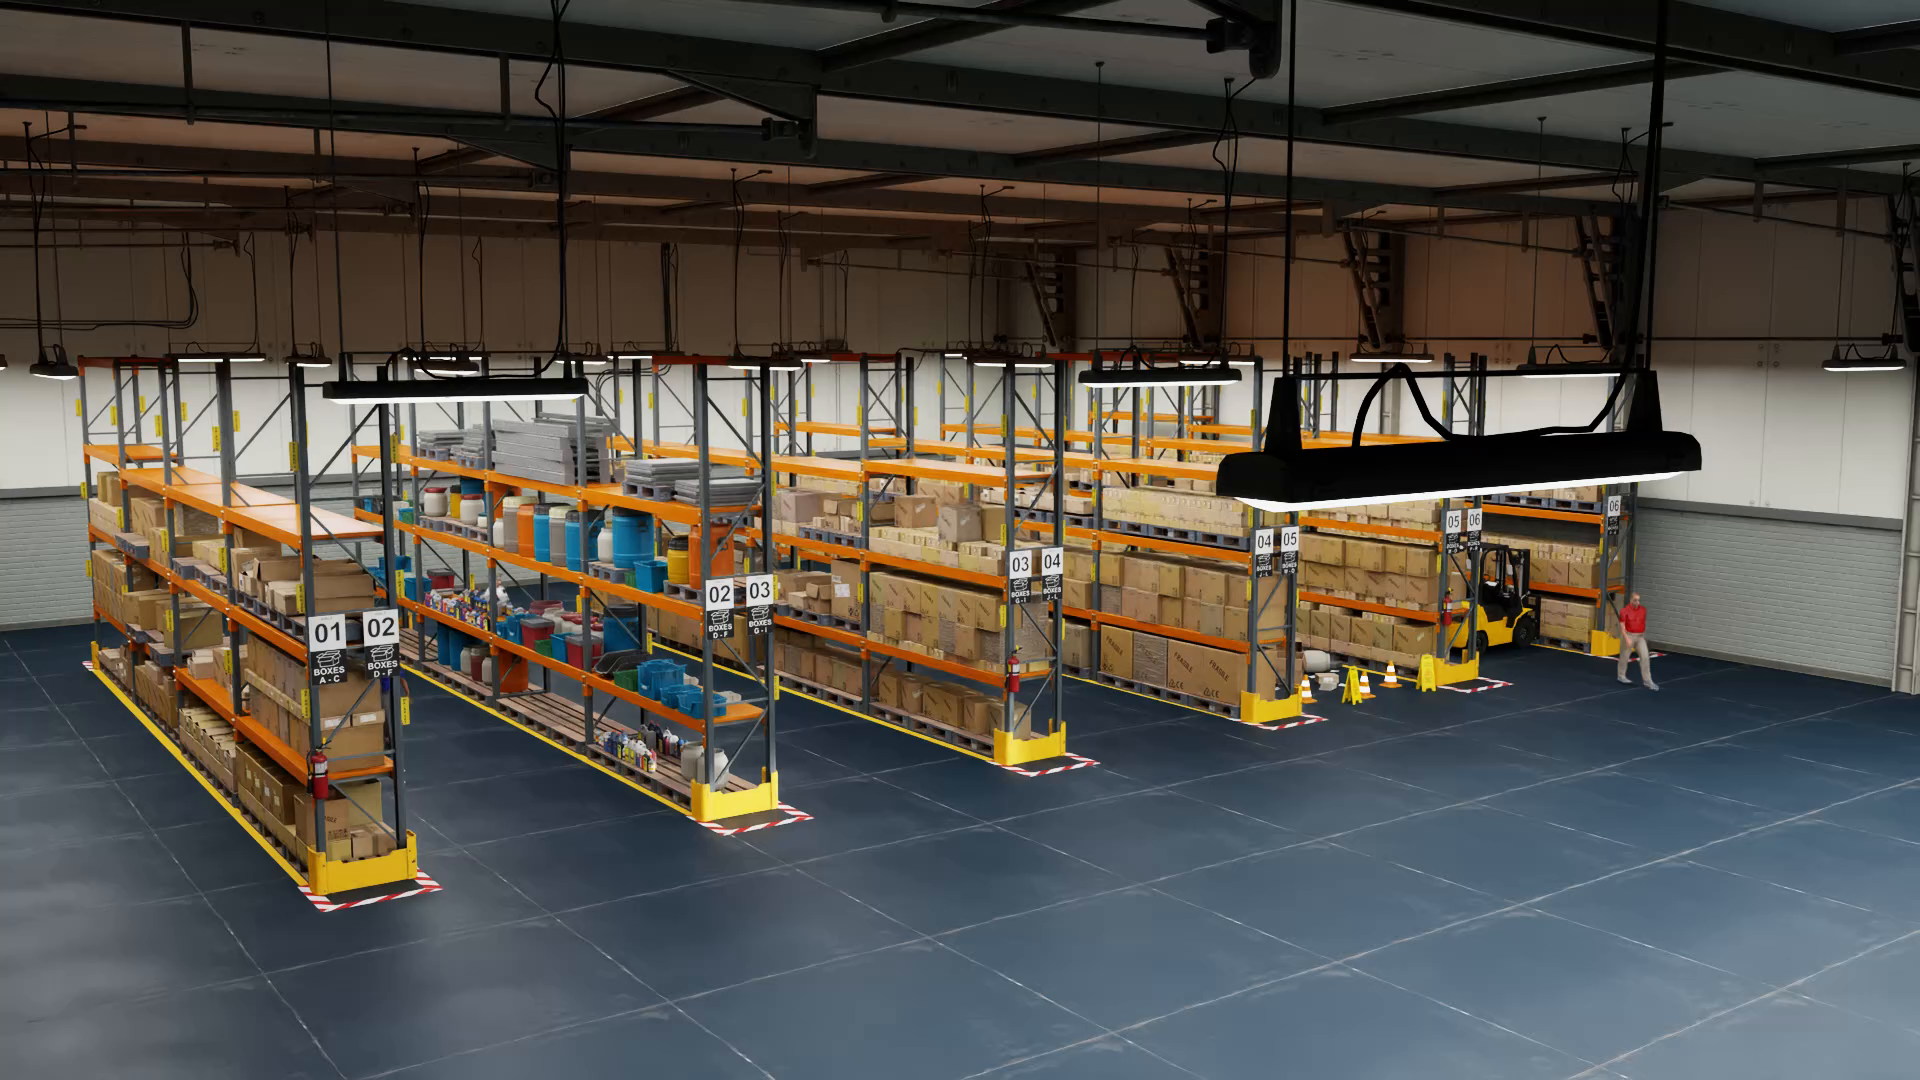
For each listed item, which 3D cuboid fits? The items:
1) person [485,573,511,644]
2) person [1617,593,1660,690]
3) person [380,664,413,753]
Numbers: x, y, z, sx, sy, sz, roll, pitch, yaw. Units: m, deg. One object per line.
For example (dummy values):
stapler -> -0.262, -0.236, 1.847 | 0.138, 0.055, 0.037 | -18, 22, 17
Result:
person -> -9.216, 1.457, 33.299 | 1.023, 1.615, 0.505 | 4, 8, 29
person -> 12.306, 1.811, 30.263 | 0.590, 1.710, 0.841 | -1, 7, -5
person -> -8.757, 2.423, 25.571 | 0.537, 1.587, 1.058 | -7, 10, -44
